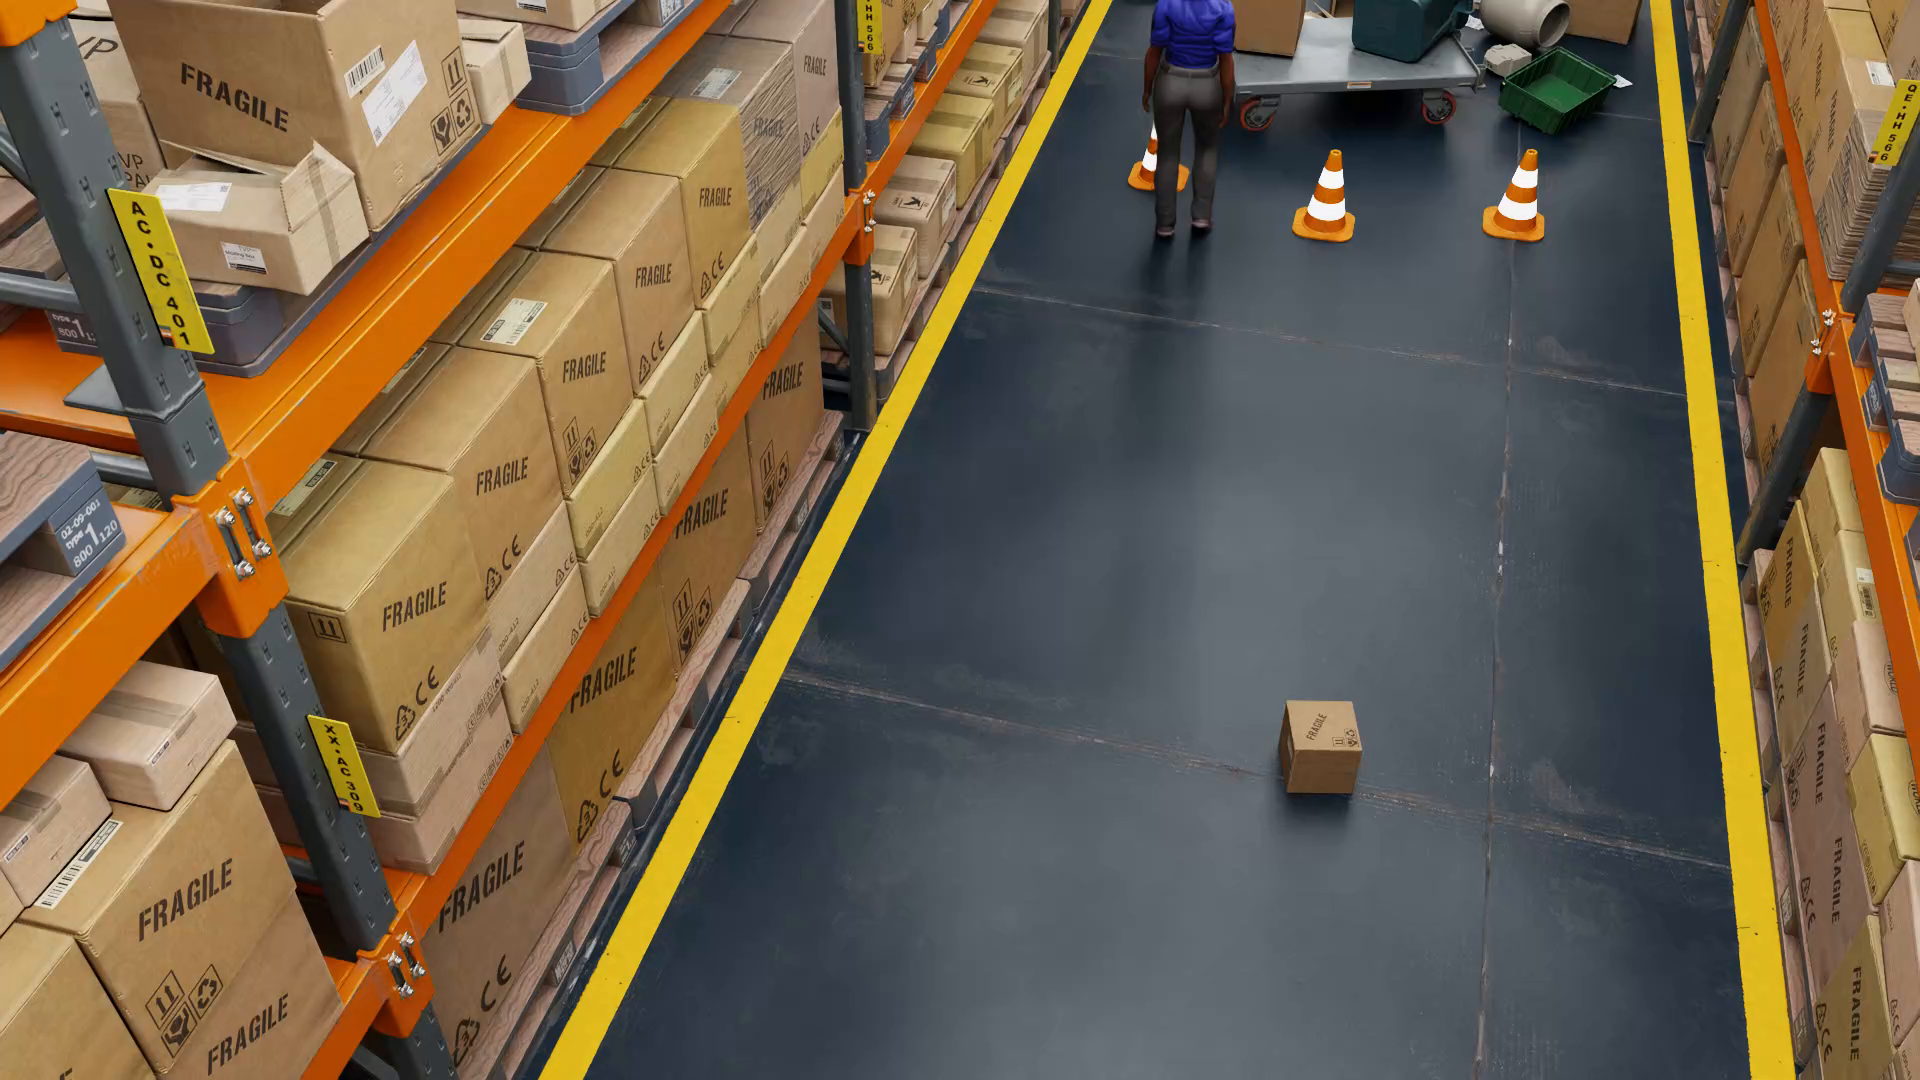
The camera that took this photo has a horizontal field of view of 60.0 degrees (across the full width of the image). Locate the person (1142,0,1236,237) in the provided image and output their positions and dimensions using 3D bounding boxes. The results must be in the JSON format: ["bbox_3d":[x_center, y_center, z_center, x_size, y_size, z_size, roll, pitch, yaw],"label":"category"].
[{"bbox_3d":[1.207,-2.364,8.878,0.467,1.722,0.395,5,41,5],"label":"person"}]
